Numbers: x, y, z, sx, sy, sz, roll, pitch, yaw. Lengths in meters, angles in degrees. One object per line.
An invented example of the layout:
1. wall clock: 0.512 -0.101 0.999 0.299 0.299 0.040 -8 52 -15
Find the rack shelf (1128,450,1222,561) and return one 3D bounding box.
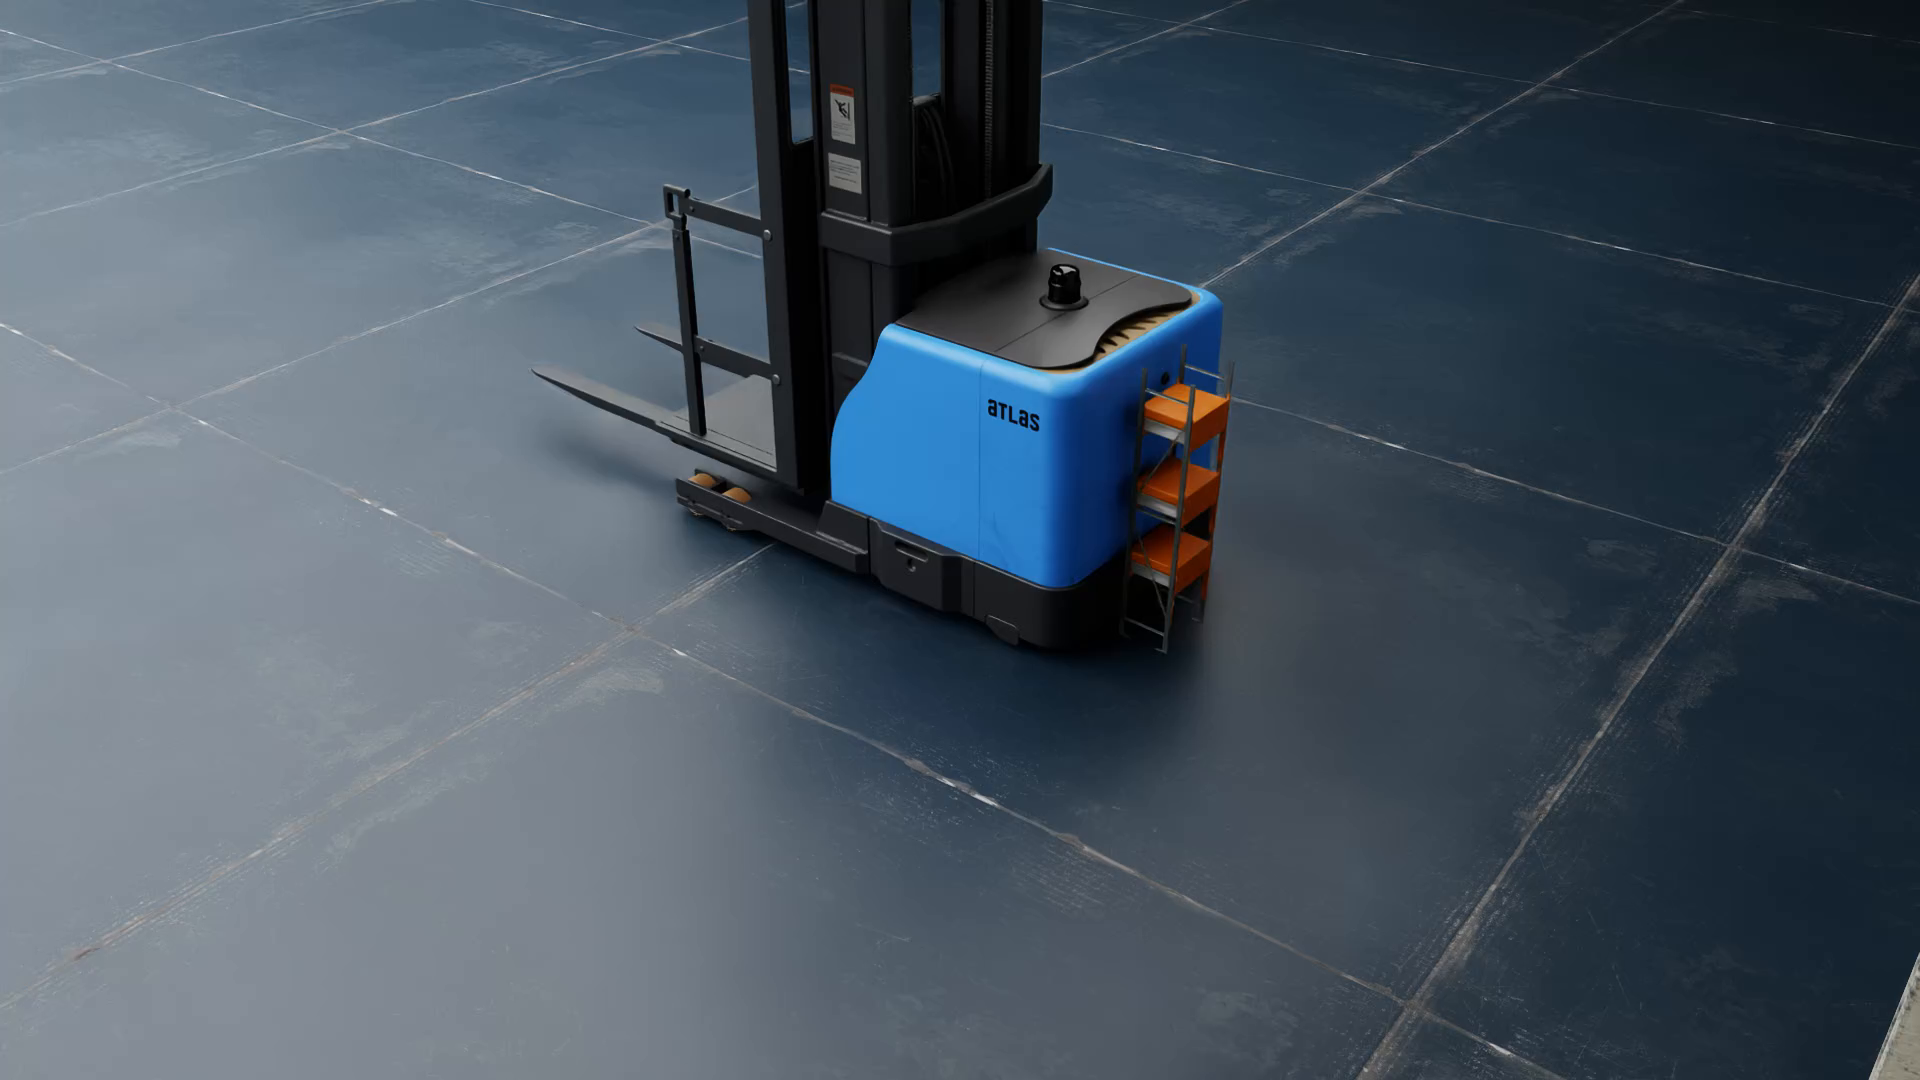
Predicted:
1. rack shelf: 0.737 -0.120 5.729 0.215 0.259 0.240 23 38 31

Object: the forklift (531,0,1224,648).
1. forklift: -0.515 -1.488 6.178 3.031 2.935 1.130 22 37 32

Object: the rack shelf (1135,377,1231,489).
1. rack shelf: 0.744 -0.361 5.579 0.215 0.259 0.240 23 38 31

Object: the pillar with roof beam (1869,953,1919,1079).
1. pillar with roof beam: -1.286 -3.587 3.769 9.100 9.000 0.400 21 37 31

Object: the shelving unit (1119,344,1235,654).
1. shelving unit: 0.738 -0.129 5.723 0.215 1.050 0.252 23 38 31

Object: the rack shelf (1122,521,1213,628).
1. rack shelf: 0.731 0.116 5.875 0.215 0.259 0.240 23 38 31

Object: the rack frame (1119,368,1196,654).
1. rack frame: 0.662 -0.080 5.641 0.200 1.050 0.008 23 38 31

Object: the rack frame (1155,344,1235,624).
1. rack frame: 0.813 -0.178 5.806 0.200 1.050 0.008 23 38 31
